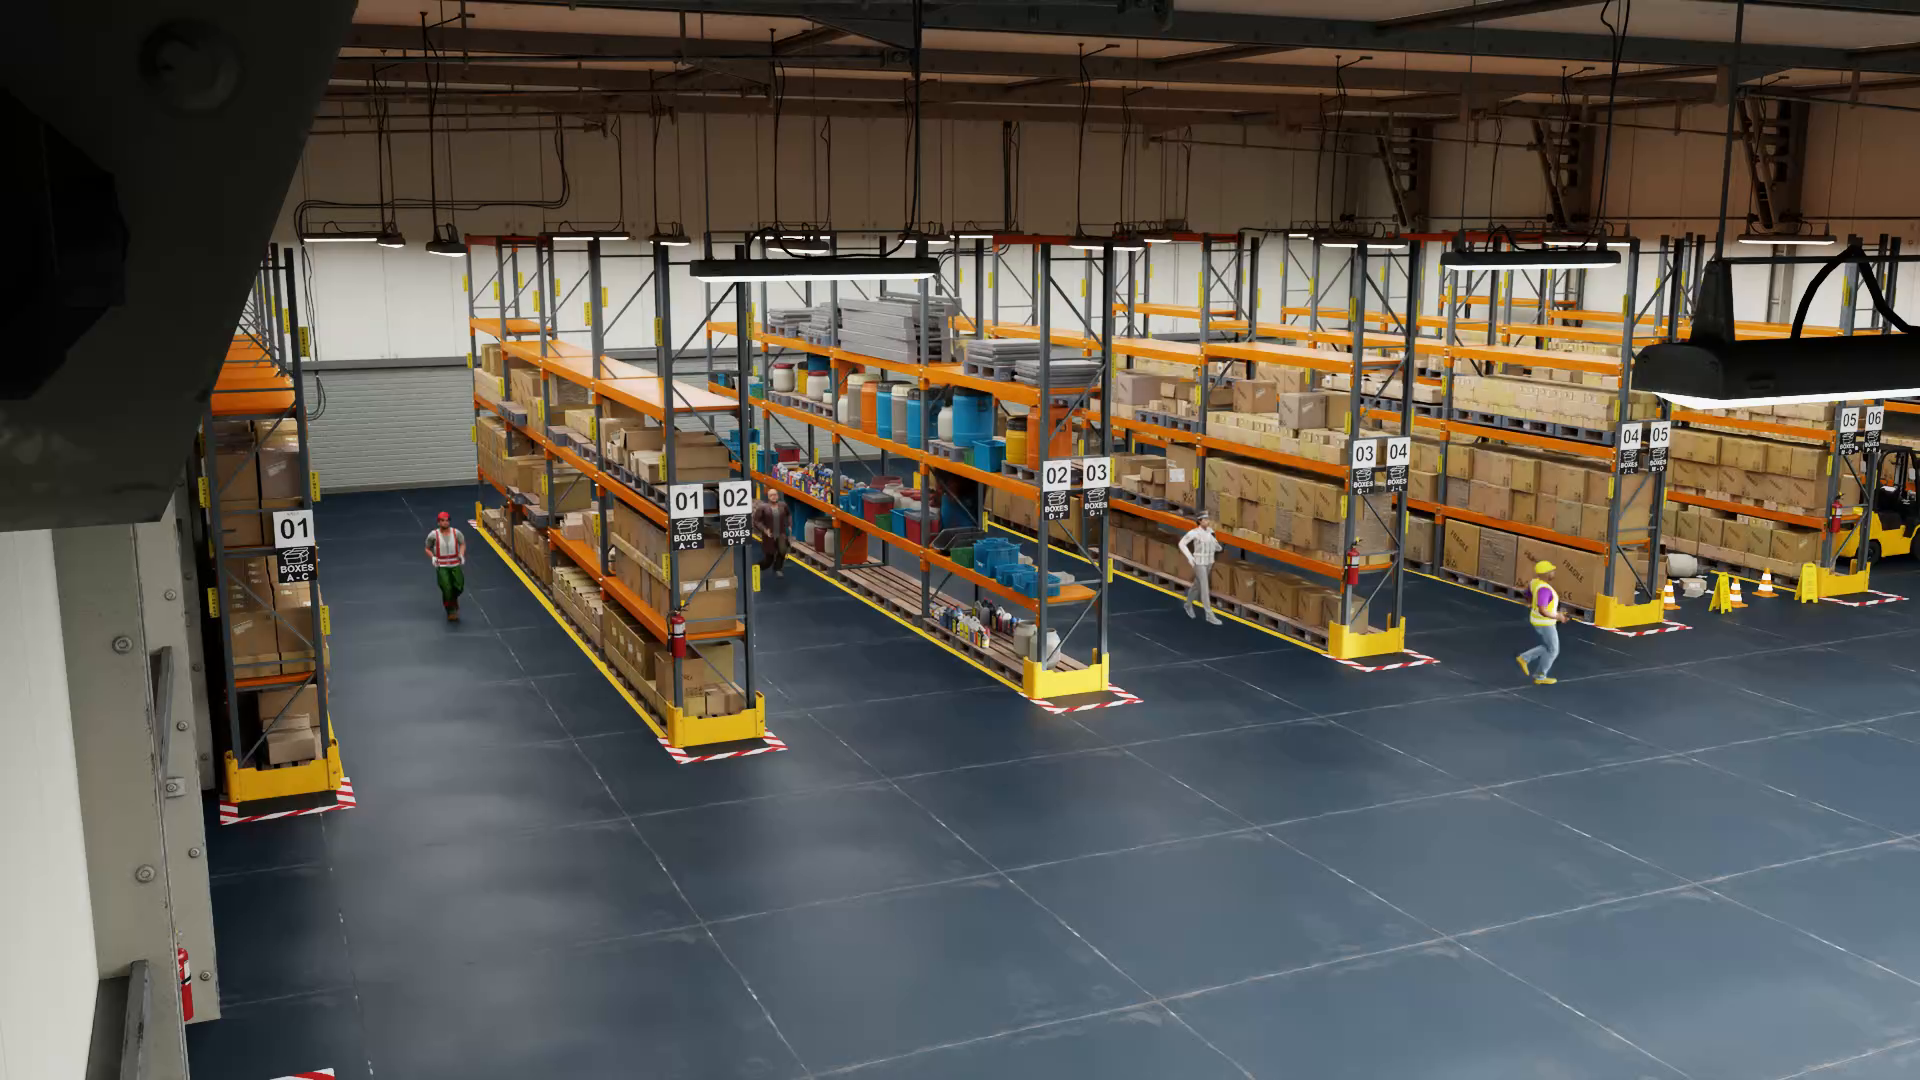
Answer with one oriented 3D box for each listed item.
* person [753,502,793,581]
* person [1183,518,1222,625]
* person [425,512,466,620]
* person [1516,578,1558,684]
[{"bbox_3d":[-3.202,0.040,28.644,0.718,1.448,0.958,-4,12,-20],"label":"person"},{"bbox_3d":[3.650,0.425,25.060,0.474,1.673,0.856,-9,14,-38],"label":"person"},{"bbox_3d":[-8.153,0.407,26.448,0.636,1.741,0.586,-5,12,-26],"label":"person"},{"bbox_3d":[7.953,1.254,22.818,0.534,1.462,0.676,2,11,8],"label":"person"}]
